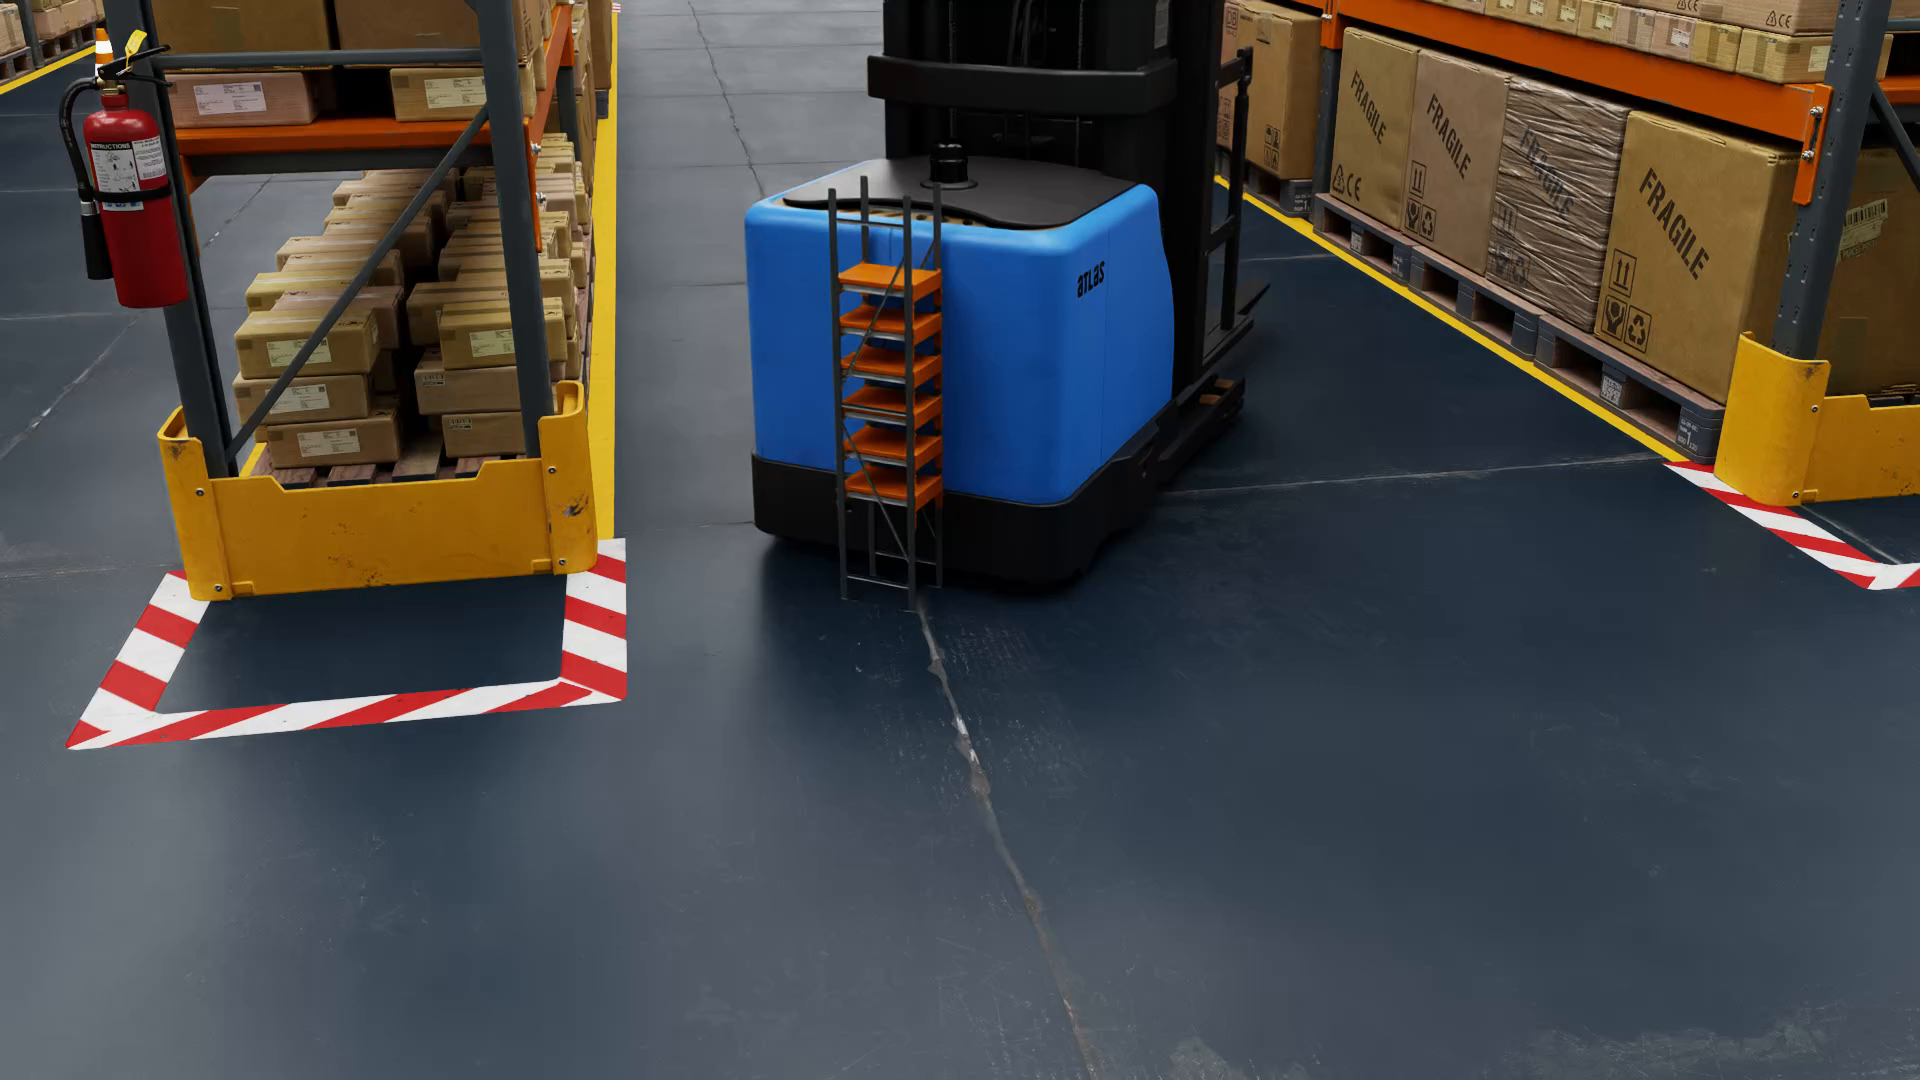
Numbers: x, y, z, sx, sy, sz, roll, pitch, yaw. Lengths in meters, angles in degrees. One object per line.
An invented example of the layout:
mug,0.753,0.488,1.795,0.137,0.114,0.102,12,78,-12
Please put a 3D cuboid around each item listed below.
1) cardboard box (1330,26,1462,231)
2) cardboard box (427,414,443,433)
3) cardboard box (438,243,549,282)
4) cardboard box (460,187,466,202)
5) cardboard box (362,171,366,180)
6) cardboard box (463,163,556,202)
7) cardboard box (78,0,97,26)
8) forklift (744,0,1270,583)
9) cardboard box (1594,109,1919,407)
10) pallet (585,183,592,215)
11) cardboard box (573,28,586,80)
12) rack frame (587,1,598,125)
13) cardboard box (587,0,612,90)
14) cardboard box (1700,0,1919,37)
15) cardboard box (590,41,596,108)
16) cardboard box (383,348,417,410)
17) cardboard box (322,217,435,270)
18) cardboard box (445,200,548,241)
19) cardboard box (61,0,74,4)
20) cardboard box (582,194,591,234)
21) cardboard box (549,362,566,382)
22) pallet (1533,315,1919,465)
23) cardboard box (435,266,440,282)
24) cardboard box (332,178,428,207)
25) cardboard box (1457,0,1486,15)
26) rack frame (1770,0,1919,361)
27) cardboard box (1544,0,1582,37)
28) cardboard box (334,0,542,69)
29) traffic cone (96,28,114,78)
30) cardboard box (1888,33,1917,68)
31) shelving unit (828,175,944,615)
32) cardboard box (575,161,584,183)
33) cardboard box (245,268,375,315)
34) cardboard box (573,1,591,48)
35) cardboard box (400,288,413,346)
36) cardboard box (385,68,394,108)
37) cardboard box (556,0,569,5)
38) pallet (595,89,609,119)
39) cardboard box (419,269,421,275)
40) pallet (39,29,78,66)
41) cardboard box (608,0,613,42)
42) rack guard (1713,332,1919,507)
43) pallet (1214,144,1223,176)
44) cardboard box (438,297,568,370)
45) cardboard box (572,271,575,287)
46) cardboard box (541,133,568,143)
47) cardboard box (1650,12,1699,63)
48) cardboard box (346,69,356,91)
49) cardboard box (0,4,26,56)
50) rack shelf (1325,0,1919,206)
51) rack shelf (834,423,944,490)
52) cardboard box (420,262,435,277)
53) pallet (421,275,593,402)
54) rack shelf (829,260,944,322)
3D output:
cardboard box,2.504,-2.126,8.501,0.875,0.875,0.875,-4,24,-10
cardboard box,-1.604,-0.485,5.650,0.380,0.149,0.250,-4,24,-10
cardboard box,-1.673,-0.962,5.998,0.380,0.149,0.250,-5,24,-12
cardboard box,-2.464,-1.516,7.638,0.380,0.149,0.250,-4,24,-10
cardboard box,-2.579,-1.741,7.782,0.380,0.149,0.250,-3,24,-7
cardboard box,-2.000,-1.581,7.416,0.380,0.149,0.250,-4,24,-8
cardboard box,-8.812,-5.188,16.292,0.500,0.250,0.500,-5,24,-10
forklift,0.426,-1.777,5.657,1.130,2.935,3.031,10,26,22
cardboard box,3.004,-1.064,6.069,0.875,0.875,0.875,-4,24,-10
pallet,-2.578,-1.874,9.277,1.003,0.211,1.213,-4,24,-10
cardboard box,-2.410,-2.756,9.473,0.500,0.250,0.500,-4,24,-8
rack frame,-3.172,-4.419,11.620,1.000,3.000,0.127,-4,24,-10
cardboard box,-3.196,-3.827,12.550,1.050,0.750,0.750,-5,24,-10
cardboard box,2.850,-1.838,5.527,0.500,0.250,0.500,-5,24,-11
cardboard box,-2.793,-3.226,11.488,0.500,0.500,0.500,-4,24,-10
cardboard box,-2.106,-0.554,5.808,0.380,0.149,0.250,-4,24,-10
cardboard box,-2.232,-1.136,6.397,0.380,0.149,0.250,-5,24,-12
cardboard box,-1.859,-1.270,6.704,0.380,0.149,0.250,-4,24,-10
cardboard box,-8.712,-5.324,15.666,0.500,0.500,0.500,-3,24,-8
cardboard box,-2.025,-1.603,8.209,0.380,0.149,0.250,-4,24,-9
cardboard box,-1.532,-0.632,5.614,0.380,0.149,0.250,-4,24,-10
pallet,2.976,-0.630,6.430,1.003,0.211,1.213,-4,24,-10
cardboard box,-1.839,-1.031,6.529,0.380,0.149,0.250,-3,24,-7
cardboard box,-2.447,-1.438,7.088,0.380,0.149,0.250,-4,24,-9
cardboard box,2.429,-2.407,7.328,0.380,0.149,0.250,-4,24,-9
rack frame,3.201,-1.600,5.165,1.000,3.000,0.127,-4,24,-10
cardboard box,2.572,-2.104,6.633,0.380,0.149,0.250,-4,24,-10
cardboard box,-1.504,-1.651,4.787,0.500,0.500,0.500,-3,24,-7
traffic cone,-7.152,-4.040,13.921,0.336,0.463,0.334,-4,24,-10
cardboard box,3.410,-1.749,5.822,0.380,0.149,0.250,-5,24,-11
shelving unit,-0.199,-0.389,4.641,0.258,1.200,0.189,10,26,22
cardboard box,-2.062,-1.768,8.215,0.380,0.149,0.250,-4,24,-9
cardboard box,-2.202,-0.816,5.664,0.380,0.149,0.250,-5,24,-11
cardboard box,-2.684,-3.362,10.862,0.500,0.250,0.500,-4,24,-9
cardboard box,-2.117,-0.799,5.997,0.380,0.149,0.250,-5,24,-10
cardboard box,-1.518,-1.406,5.035,0.380,0.149,0.250,-3,24,-8
cardboard box,-1.995,-2.542,7.637,0.380,0.149,0.250,-5,24,-11
pallet,-3.244,-3.457,12.901,1.003,0.211,1.213,-4,24,-10
cardboard box,-2.384,-1.097,6.679,0.380,0.149,0.250,-4,24,-9
pallet,-8.916,-4.570,15.450,1.003,0.211,1.213,-4,24,-10
cardboard box,-3.708,-4.916,15.045,1.050,0.750,0.750,-4,24,-10
rack guard,3.205,-0.445,5.644,1.175,0.500,0.348,-4,24,-10
pallet,2.015,-2.674,11.109,1.003,0.211,1.213,-4,24,-10
cardboard box,-1.456,-0.662,5.312,0.380,0.149,0.250,-5,24,-12
cardboard box,-1.774,-0.996,6.819,0.380,0.149,0.250,-4,24,-10
cardboard box,-2.111,-1.884,8.109,0.380,0.149,0.250,-4,24,-8
cardboard box,2.716,-1.802,5.941,0.380,0.149,0.250,-4,24,-10
cardboard box,-2.101,-1.463,5.165,0.380,0.149,0.250,-5,24,-10
cardboard box,-8.658,-4.368,14.263,0.950,0.372,0.625,-4,24,-9
rack shelf,2.831,-2.057,7.110,1.077,0.370,4.000,-4,24,-10
rack shelf,-0.199,-0.238,4.706,0.258,0.103,0.180,10,26,22
cardboard box,-2.401,-1.057,6.960,0.380,0.149,0.250,-5,24,-11
pallet,-2.044,-0.825,6.876,1.003,0.211,1.213,-4,24,-10
rack shelf,-0.199,-0.678,4.514,0.258,0.103,0.180,10,26,22
